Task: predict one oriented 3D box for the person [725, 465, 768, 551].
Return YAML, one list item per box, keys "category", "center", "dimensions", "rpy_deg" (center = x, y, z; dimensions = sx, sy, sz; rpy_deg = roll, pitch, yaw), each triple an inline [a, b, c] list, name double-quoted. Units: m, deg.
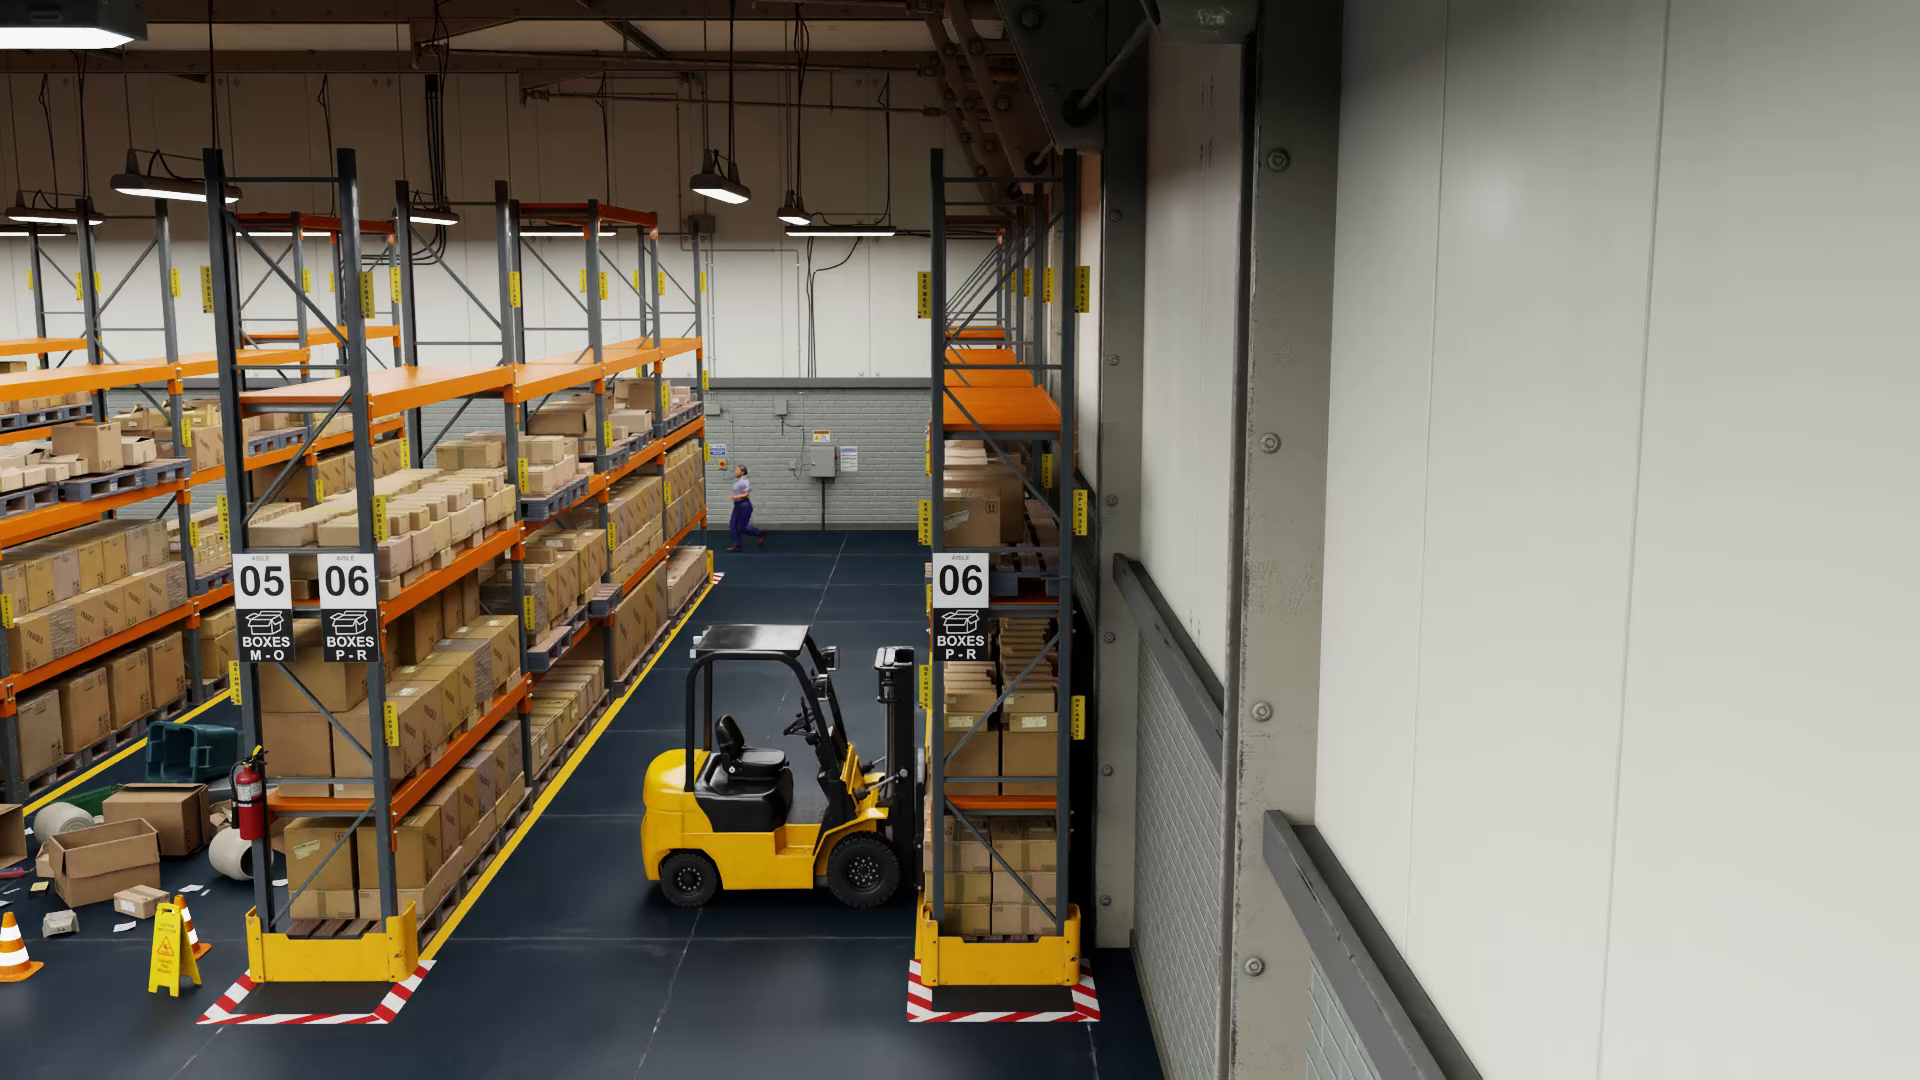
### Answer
- category: "person"
  center: [-4.027, -0.599, 31.093]
  dimensions: [0.772, 1.607, 0.619]
  rpy_deg: [-3, 10, -20]
